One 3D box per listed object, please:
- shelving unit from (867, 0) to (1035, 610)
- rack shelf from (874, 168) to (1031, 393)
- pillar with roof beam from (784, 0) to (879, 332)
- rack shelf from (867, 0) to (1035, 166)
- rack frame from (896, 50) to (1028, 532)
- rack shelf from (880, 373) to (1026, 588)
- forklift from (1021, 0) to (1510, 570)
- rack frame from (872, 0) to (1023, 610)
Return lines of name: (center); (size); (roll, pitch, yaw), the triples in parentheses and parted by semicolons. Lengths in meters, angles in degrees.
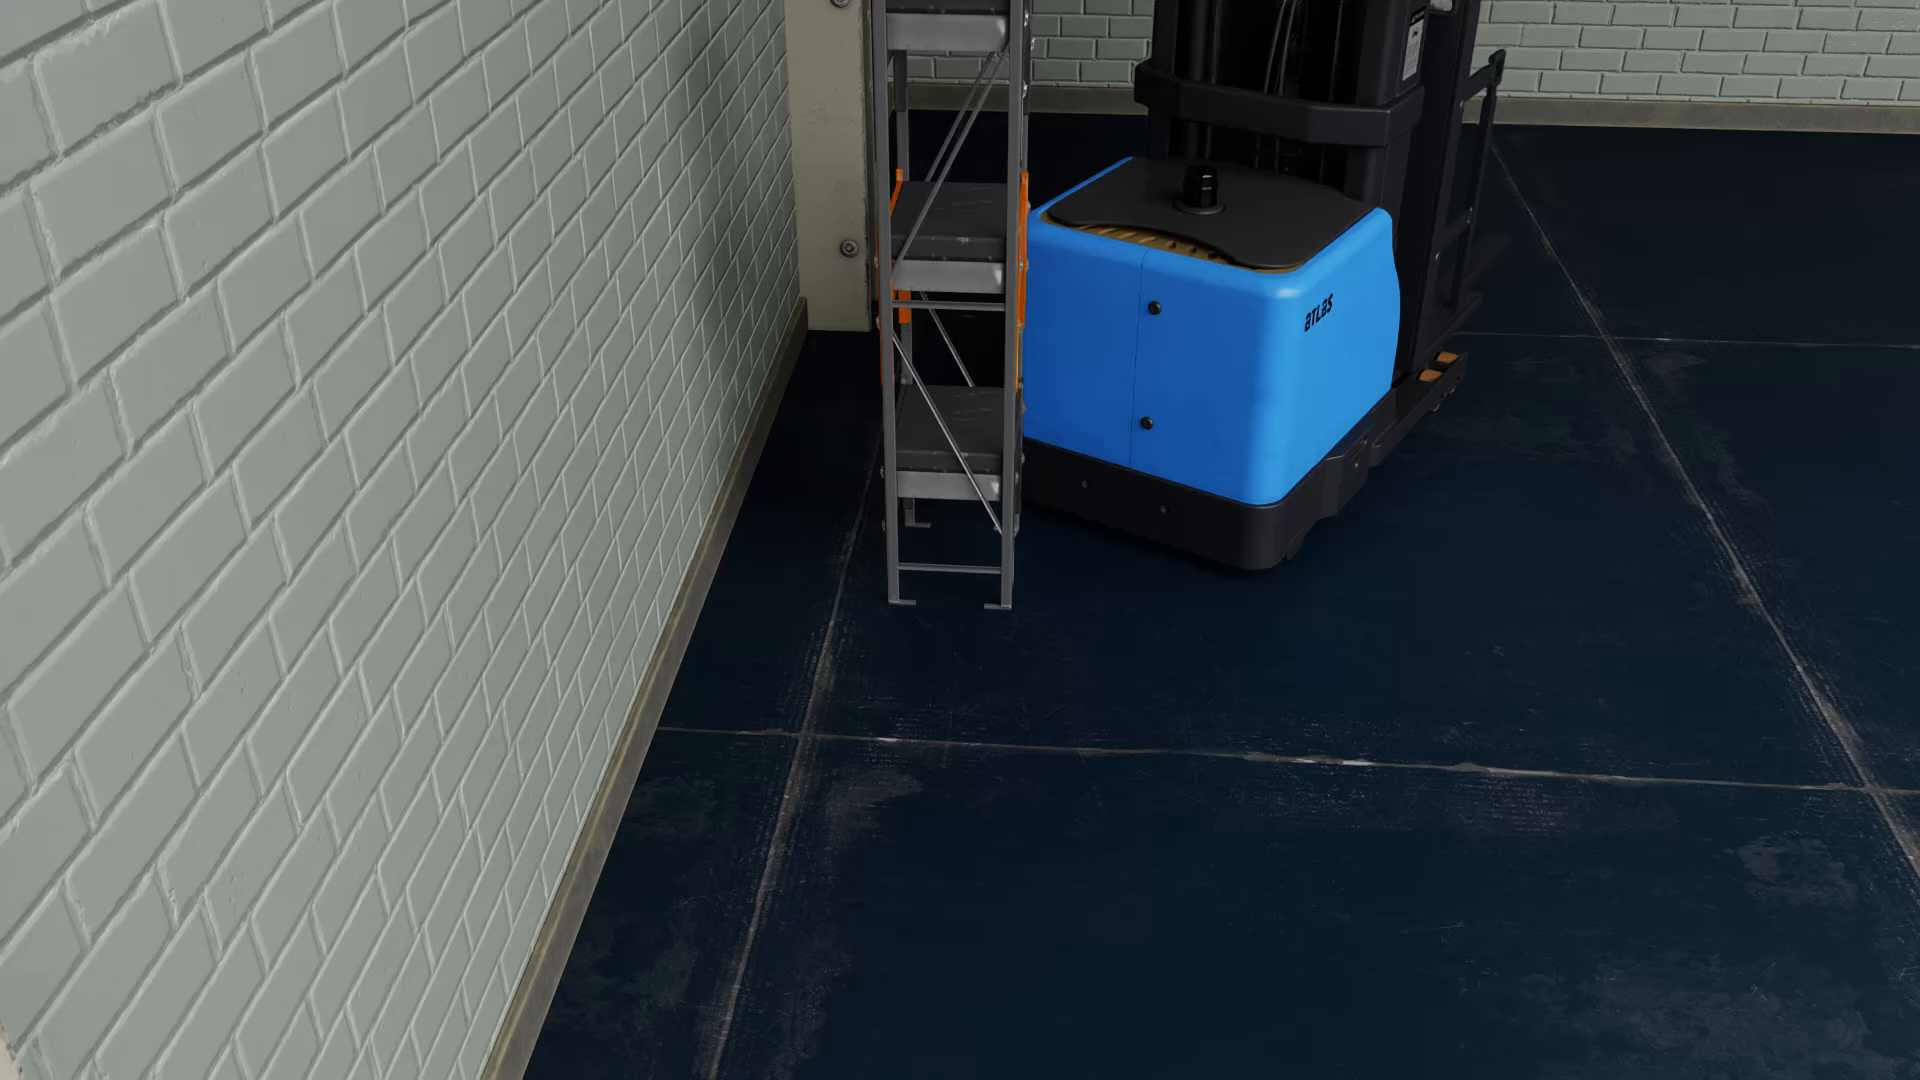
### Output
shelving unit: (-0.013, -0.807, 5.059); (0.431, 2.100, 0.503); (2, 32, 4)
rack shelf: (-0.013, -0.796, 5.066); (0.431, 0.518, 0.480); (2, 32, 4)
pillar with roof beam: (3.763, -4.662, 4.737); (9.100, 9.000, 0.400); (2, 32, 4)
rack shelf: (-0.013, -1.392, 4.699); (0.431, 0.518, 0.480); (2, 32, 4)
rack frame: (0.006, -0.935, 5.266); (0.400, 2.100, 0.015); (2, 32, 4)
rack shelf: (-0.013, -0.200, 5.433); (0.431, 0.518, 0.480); (2, 32, 4)
forklift: (1.390, -1.879, 6.006); (1.130, 2.935, 3.031); (19, 36, 28)
rack frame: (-0.033, -0.680, 4.852); (0.400, 2.100, 0.015); (2, 32, 4)
